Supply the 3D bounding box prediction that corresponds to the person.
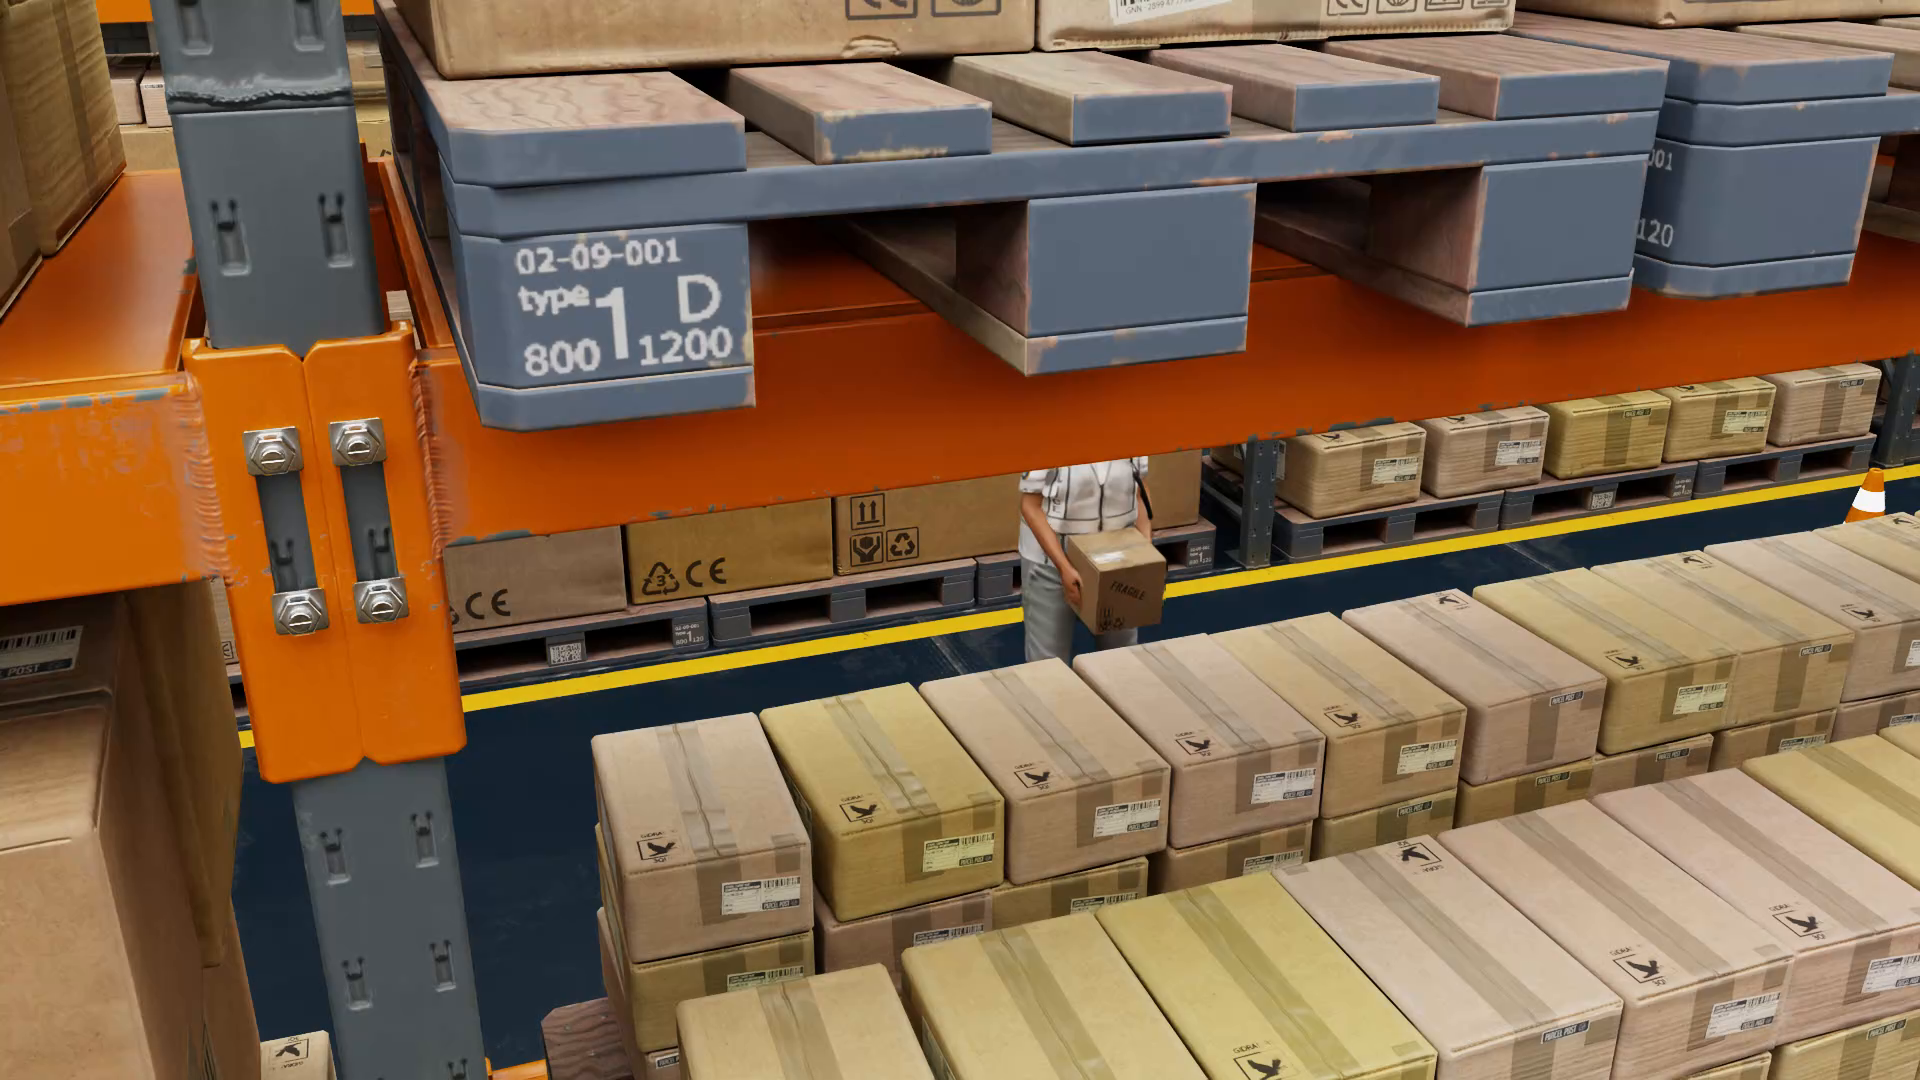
[{"bbox_3d":[0.446,0.097,5.846,0.493,1.671,0.490,-9,24,-20],"label":"person"}]
